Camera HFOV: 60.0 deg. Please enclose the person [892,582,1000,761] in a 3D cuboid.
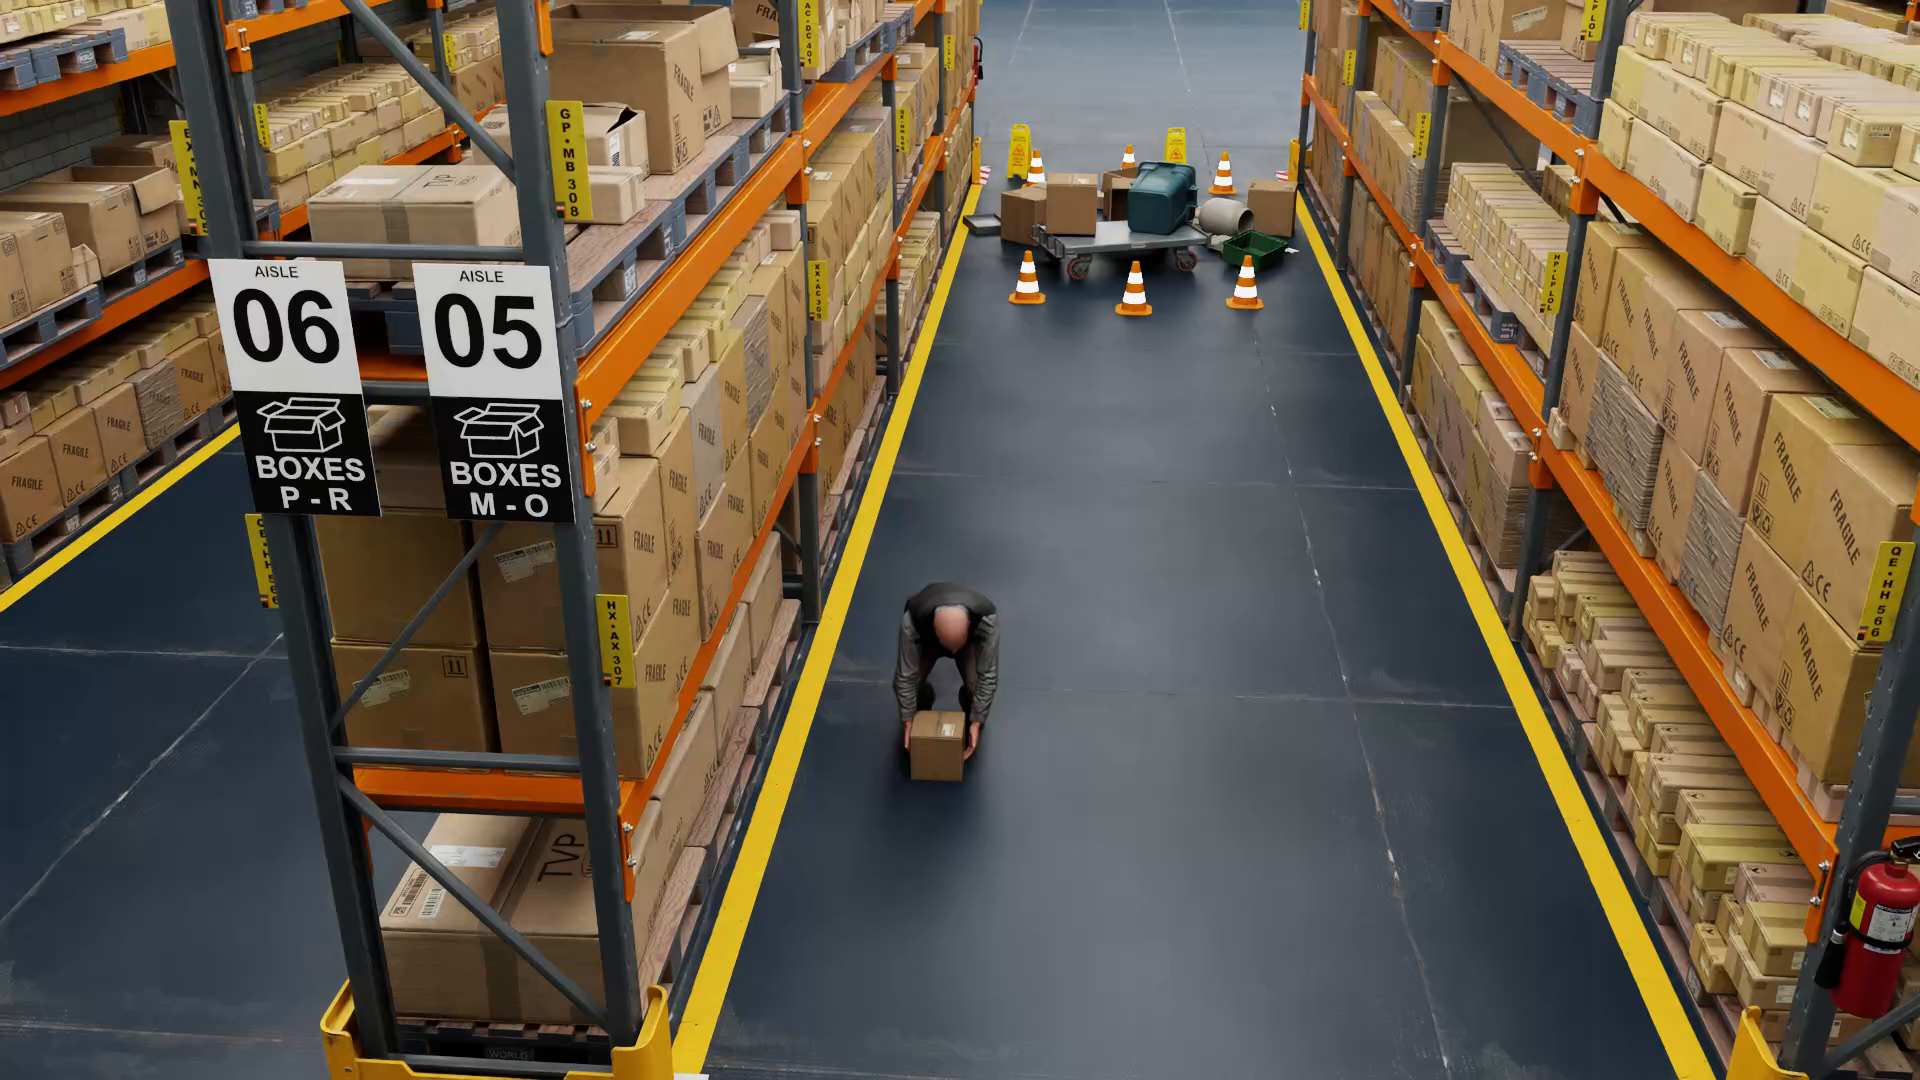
[{"bbox_3d":[-0.063,0.586,8.373,0.538,0.876,0.871,2,24,5],"label":"person"}]
